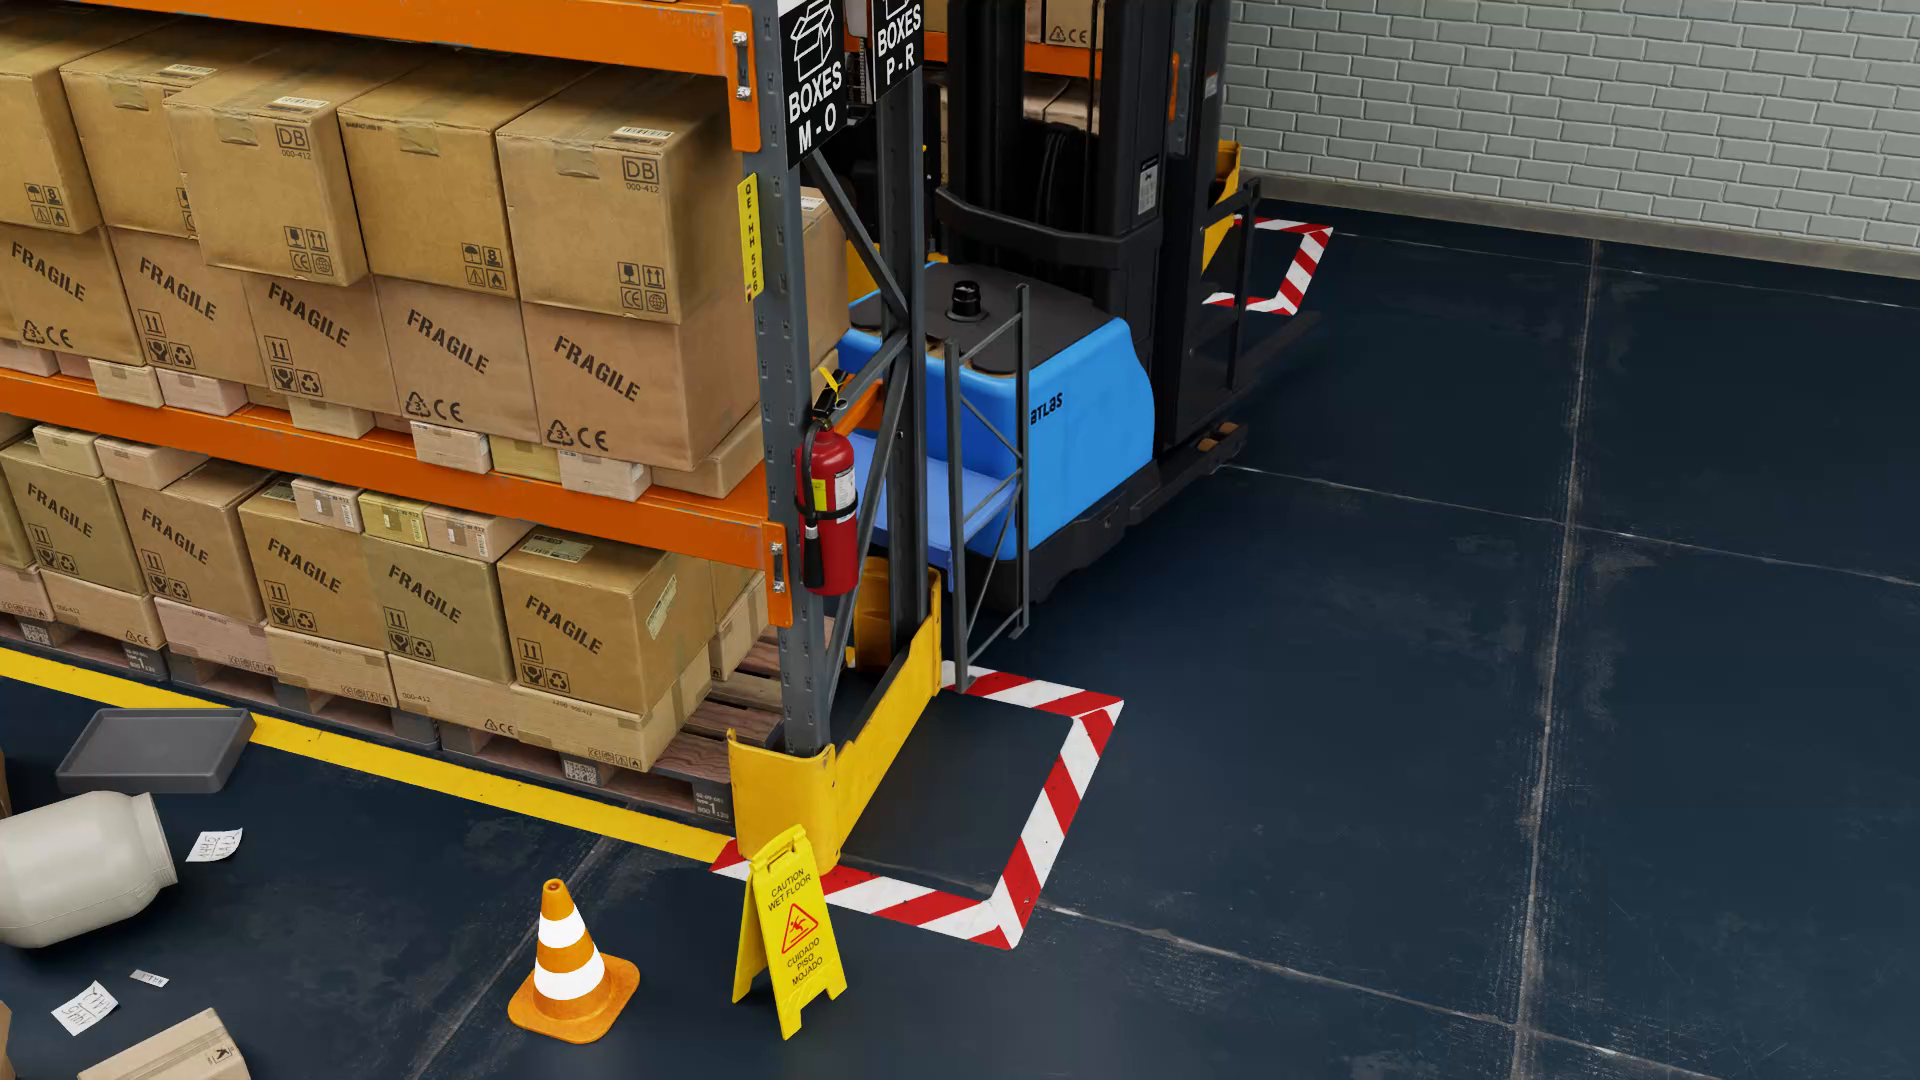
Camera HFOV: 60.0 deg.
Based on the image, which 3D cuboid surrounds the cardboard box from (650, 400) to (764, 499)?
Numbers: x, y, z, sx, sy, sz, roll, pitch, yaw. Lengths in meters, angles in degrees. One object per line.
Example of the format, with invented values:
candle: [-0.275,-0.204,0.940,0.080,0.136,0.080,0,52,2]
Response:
cardboard box: [-0.764,-0.301,5.183,0.250,0.149,0.380,12,35,18]

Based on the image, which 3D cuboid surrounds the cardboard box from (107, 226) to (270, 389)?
cardboard box: [-2.354,-0.863,5.454,0.500,0.500,0.500,11,35,17]

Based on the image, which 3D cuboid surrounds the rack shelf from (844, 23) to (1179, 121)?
rack shelf: [-0.551,-3.046,9.866,4.000,0.370,1.077,11,34,16]

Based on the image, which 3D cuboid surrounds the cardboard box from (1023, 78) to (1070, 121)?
cardboard box: [0.310,-2.439,9.489,0.500,0.250,0.500,12,35,17]

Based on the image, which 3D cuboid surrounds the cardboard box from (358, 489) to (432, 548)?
cardboard box: [-1.785,-0.150,5.576,0.250,0.149,0.380,12,35,17]

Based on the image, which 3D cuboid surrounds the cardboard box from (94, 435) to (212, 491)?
cardboard box: [-2.804,-0.348,5.882,0.250,0.149,0.380,13,35,19]

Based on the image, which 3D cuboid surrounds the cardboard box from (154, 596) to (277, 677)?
cardboard box: [-2.634,0.233,6.272,0.500,0.250,0.500,11,34,16]

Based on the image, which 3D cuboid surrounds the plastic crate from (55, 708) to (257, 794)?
plastic crate: [-2.904,0.753,6.010,0.583,0.080,0.402,0,33,0]

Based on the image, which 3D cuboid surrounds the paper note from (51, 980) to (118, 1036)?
paper note: [-2.650,1.416,5.039,0.142,0.019,0.148,24,40,32]

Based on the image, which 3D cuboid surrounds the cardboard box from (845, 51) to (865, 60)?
cardboard box: [-0.476,-2.892,10.191,0.500,0.250,0.500,10,34,16]

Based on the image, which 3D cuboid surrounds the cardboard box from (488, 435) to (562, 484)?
cardboard box: [-1.274,-0.349,5.256,0.250,0.149,0.380,10,34,16]

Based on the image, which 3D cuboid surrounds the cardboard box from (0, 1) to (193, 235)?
cardboard box: [-2.827,-1.365,5.310,0.500,0.500,0.700,10,34,15]

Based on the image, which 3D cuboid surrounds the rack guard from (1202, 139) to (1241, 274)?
rack guard: [1.354,-1.928,9.775,0.348,0.500,1.175,11,34,16]

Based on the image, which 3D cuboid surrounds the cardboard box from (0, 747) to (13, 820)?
cardboard box: [-3.555,0.761,5.609,0.500,0.500,0.500,-18,37,-25]

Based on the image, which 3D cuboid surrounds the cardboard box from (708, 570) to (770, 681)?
cardboard box: [-1.006,0.242,6.257,0.500,0.250,0.500,11,34,16]

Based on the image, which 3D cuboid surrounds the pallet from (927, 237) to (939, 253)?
pallet: [-0.547,-2.154,10.391,1.213,0.211,1.003,11,34,16]

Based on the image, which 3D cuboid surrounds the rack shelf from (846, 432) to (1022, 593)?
rack shelf: [-0.313,-0.155,6.393,1.000,0.185,0.538,19,40,27]

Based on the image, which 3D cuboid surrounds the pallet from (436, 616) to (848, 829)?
pallet: [-1.164,0.543,6.214,1.213,0.211,1.003,11,34,16]

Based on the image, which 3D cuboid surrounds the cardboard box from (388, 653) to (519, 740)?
cardboard box: [-1.676,0.422,5.979,0.500,0.250,0.500,11,34,17]

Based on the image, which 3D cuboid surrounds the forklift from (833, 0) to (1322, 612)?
forklift: [0.703,-1.682,7.153,1.130,2.935,3.031,23,39,31]

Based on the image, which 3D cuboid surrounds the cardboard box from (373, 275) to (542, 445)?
cardboard box: [-1.413,-0.667,5.151,0.500,0.500,0.500,11,34,17]

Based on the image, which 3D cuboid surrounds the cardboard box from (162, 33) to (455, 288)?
cardboard box: [-1.883,-1.154,4.983,0.500,0.500,0.700,11,34,16]

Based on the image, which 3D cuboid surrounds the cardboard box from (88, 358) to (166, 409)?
cardboard box: [-2.716,-0.614,5.666,0.250,0.149,0.380,11,34,17]

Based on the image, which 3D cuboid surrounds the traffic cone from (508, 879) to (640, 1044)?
traffic cone: [-1.180,1.198,4.967,0.334,0.463,0.336,11,34,16]

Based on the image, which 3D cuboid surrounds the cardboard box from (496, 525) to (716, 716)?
cardboard box: [-1.182,0.203,5.627,0.500,0.500,0.500,11,35,17]

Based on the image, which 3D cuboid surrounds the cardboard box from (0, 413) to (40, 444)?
cardboard box: [-3.543,-0.489,6.100,0.250,0.149,0.380,11,35,17]

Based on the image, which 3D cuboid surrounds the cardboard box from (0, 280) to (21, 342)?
cardboard box: [-3.304,-1.044,5.734,0.500,0.500,0.500,11,34,16]

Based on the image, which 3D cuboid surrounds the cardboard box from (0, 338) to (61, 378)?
cardboard box: [-3.180,-0.737,5.857,0.250,0.149,0.380,12,35,18]

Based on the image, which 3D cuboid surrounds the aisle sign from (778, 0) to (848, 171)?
aisle sign: [-0.379,-1.380,4.226,0.004,0.787,0.394,11,34,16]

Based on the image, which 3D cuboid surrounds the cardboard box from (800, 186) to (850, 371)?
cardboard box: [-0.692,-0.843,5.423,0.500,0.500,0.500,10,34,16]

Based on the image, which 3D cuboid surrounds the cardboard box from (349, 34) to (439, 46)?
cardboard box: [-3.657,-3.129,11.133,0.625,0.625,0.875,11,34,16]

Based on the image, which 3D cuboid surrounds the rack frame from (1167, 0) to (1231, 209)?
rack frame: [1.332,-2.983,9.104,0.127,3.000,1.000,11,34,16]

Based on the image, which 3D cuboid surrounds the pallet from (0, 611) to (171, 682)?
pallet: [-3.461,0.097,6.905,1.213,0.211,1.003,11,34,16]

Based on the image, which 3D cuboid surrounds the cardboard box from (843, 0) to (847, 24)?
cardboard box: [-0.665,-3.260,9.442,0.500,0.500,0.500,11,35,17]

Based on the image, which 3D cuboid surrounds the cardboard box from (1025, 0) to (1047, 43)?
cardboard box: [0.294,-3.080,9.163,0.500,0.500,0.500,12,35,18]

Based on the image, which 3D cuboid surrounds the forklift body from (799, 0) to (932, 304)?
forklift body: [-1.069,-2.042,8.429,1.214,2.155,2.313,11,34,16]

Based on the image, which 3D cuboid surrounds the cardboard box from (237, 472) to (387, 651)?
cardboard box: [-2.147,0.013,5.921,0.500,0.500,0.500,10,34,15]

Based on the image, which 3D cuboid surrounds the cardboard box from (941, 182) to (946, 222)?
cardboard box: [-0.150,-2.121,9.917,0.500,0.250,0.500,11,35,17]

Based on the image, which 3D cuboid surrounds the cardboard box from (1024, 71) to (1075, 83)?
cardboard box: [0.471,-2.698,9.890,0.500,0.250,0.500,11,34,17]

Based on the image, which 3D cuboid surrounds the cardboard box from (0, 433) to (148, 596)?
cardboard box: [-3.133,-0.178,6.217,0.500,0.500,0.500,12,35,18]

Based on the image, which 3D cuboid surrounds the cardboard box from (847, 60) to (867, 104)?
cardboard box: [-0.643,-2.623,9.774,0.500,0.250,0.500,10,34,15]

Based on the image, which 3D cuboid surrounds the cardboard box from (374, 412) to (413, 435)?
cardboard box: [-1.720,-0.499,5.489,0.250,0.149,0.380,11,35,17]

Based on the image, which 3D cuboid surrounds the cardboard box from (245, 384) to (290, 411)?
cardboard box: [-2.196,-0.591,5.631,0.250,0.149,0.380,11,34,16]

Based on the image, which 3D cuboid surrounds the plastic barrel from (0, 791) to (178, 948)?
plastic barrel: [-2.795,1.030,5.265,0.512,0.421,0.421,-18,37,-25]

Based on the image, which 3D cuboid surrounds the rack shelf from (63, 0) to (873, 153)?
rack shelf: [-2.222,-1.771,5.126,4.000,0.370,1.077,11,34,16]

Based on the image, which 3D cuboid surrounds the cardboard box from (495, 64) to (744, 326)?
cardboard box: [-0.894,-1.016,4.771,0.500,0.500,0.700,10,34,15]

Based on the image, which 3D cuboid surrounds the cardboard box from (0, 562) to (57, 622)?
cardboard box: [-3.641,0.045,6.562,0.500,0.250,0.500,9,34,14]

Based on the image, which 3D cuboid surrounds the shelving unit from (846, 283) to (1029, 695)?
shelving unit: [-0.317,-0.303,6.290,1.048,1.500,0.538,19,40,27]
